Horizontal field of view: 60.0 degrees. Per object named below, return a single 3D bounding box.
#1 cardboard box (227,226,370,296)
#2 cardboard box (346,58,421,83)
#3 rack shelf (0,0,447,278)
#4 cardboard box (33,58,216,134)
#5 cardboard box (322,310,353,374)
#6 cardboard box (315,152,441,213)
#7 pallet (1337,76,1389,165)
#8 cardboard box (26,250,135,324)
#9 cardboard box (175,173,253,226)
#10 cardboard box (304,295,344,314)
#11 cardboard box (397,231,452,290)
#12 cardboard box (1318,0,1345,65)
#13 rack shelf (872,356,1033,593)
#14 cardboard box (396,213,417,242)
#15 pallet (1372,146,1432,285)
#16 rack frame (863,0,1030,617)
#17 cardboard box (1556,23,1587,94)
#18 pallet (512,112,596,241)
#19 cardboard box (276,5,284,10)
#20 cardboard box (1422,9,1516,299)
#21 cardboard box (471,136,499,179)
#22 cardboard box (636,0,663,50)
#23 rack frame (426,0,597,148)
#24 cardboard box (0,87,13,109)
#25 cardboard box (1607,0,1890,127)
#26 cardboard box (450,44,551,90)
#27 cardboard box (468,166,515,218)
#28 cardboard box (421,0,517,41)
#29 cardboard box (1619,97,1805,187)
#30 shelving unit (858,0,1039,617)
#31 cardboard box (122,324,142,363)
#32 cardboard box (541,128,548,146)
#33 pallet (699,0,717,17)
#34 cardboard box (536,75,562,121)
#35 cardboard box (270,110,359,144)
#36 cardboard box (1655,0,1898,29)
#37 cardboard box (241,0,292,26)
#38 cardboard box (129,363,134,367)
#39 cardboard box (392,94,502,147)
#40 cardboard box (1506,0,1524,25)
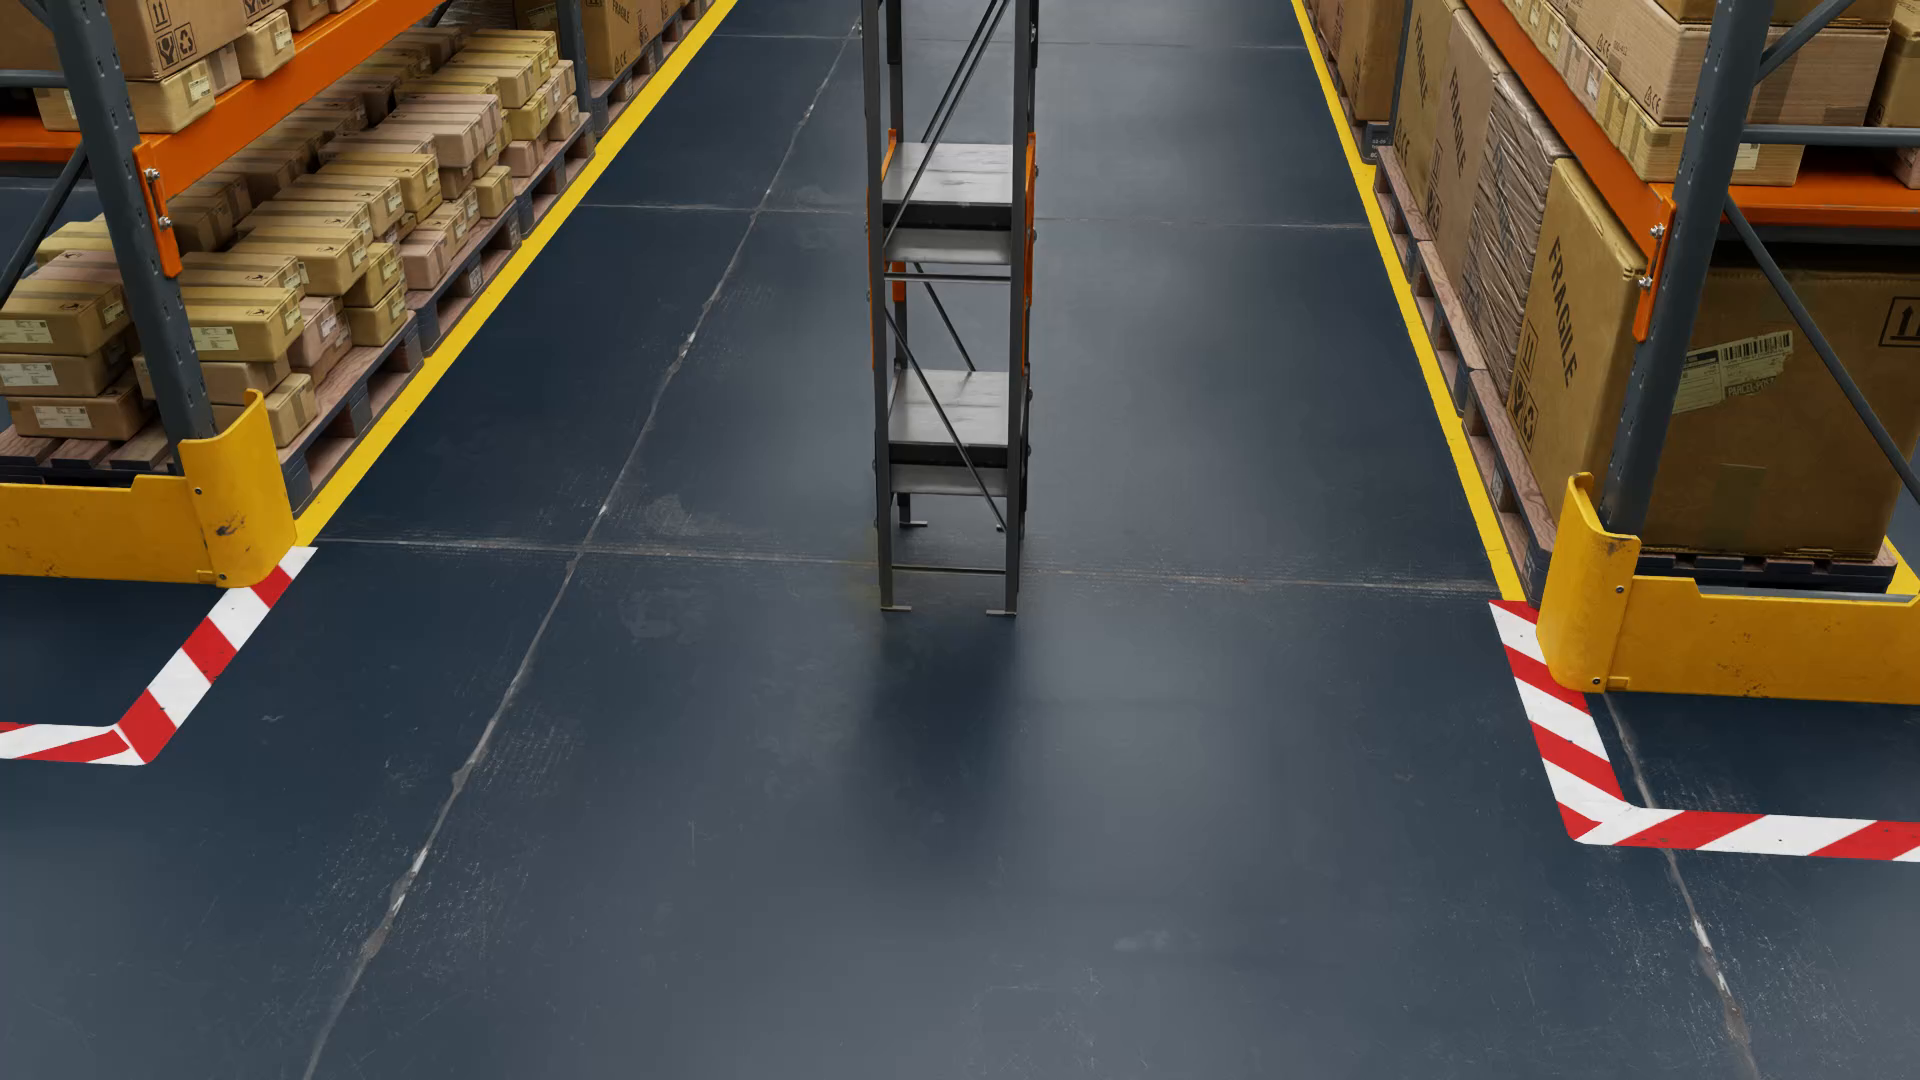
[{"bbox_3d":[-2.261,-0.957,5.694,0.380,0.149,0.250,2,32,4],"label":"cardboard box"},{"bbox_3d":[-2.655,-2.067,7.494,0.380,0.149,0.250,2,32,3],"label":"cardboard box"},{"bbox_3d":[-2.530,-1.943,6.230,1.077,0.370,4.000,2,32,4],"label":"rack shelf"},{"bbox_3d":[-2.340,-1.252,4.662,0.380,0.149,0.250,2,32,4],"label":"cardboard box"},{"bbox_3d":[-2.378,-0.700,5.843,0.380,0.149,0.250,3,32,5],"label":"cardboard box"},{"bbox_3d":[-2.224,-1.371,6.365,0.380,0.149,0.250,3,32,5],"label":"cardboard box"},{"bbox_3d":[2.556,-2.250,8.700,1.003,0.211,1.213,2,32,4],"label":"pallet"},{"bbox_3d":[-2.825,-0.839,5.502,0.380,0.149,0.250,3,32,5],"label":"cardboard box"},{"bbox_3d":[-2.880,-1.255,6.177,0.380,0.149,0.250,4,32,6],"label":"cardboard box"},{"bbox_3d":[-2.384,-0.831,5.773,0.380,0.149,0.250,3,32,5],"label":"cardboard box"},{"bbox_3d":[-2.215,-1.093,6.481,0.380,0.149,0.250,1,32,2],"label":"cardboard box"},{"bbox_3d":[2.672,-3.108,9.059,1.225,0.875,0.875,1,32,2],"label":"cardboard box"},{"bbox_3d":[-0.013,-0.200,4.933,0.431,0.518,0.480,2,32,4],"label":"rack shelf"},{"bbox_3d":[-2.347,-1.247,6.448,0.380,0.149,0.250,4,32,7],"label":"cardboard box"},{"bbox_3d":[2.428,-1.449,7.400,1.003,0.211,1.213,2,32,4],"label":"pallet"},{"bbox_3d":[-0.033,-0.680,4.352,0.400,2.100,0.015,2,32,4],"label":"rack frame"},{"bbox_3d":[2.006,-1.431,4.952,0.380,0.149,0.250,3,32,5],"label":"cardboard box"},{"bbox_3d":[-2.387,-1.756,7.897,1.003,0.211,1.213,2,32,4],"label":"pallet"},{"bbox_3d":[-2.401,-1.667,5.335,0.380,0.149,0.250,4,32,6],"label":"cardboard box"},{"bbox_3d":[2.361,-1.493,6.438,0.875,0.875,0.875,2,32,4],"label":"cardboard box"},{"bbox_3d":[-2.209,-1.665,7.126,0.380,0.149,0.250,3,32,5],"label":"cardboard box"},{"bbox_3d":[-2.001,-3.062,9.341,0.500,0.500,0.500,4,32,6],"label":"cardboard box"},{"bbox_3d":[-2.367,-3.295,7.738,1.000,3.000,0.127,2,32,4],"label":"rack frame"},{"bbox_3d":[-2.948,-1.279,4.706,0.380,0.149,0.250,2,32,4],"label":"cardboard box"},{"bbox_3d":[2.017,-1.267,4.306,0.500,0.250,0.500,2,32,3],"label":"cardboard box"},{"bbox_3d":[-2.118,-2.181,7.680,0.380,0.149,0.250,3,32,5],"label":"cardboard box"},{"bbox_3d":[-2.144,-1.500,7.141,0.380,0.149,0.250,2,32,4],"label":"cardboard box"},{"bbox_3d":[-2.558,-2.808,8.929,0.500,0.500,0.500,2,32,3],"label":"cardboard box"},{"bbox_3d":[1.943,-1.032,4.306,0.380,0.149,0.250,3,32,5],"label":"cardboard box"},{"bbox_3d":[-0.013,-0.807,4.559,0.431,2.100,0.503,2,32,4],"label":"shelving unit"},{"bbox_3d":[-2.859,-0.718,5.590,0.380,0.149,0.250,2,32,3],"label":"cardboard box"},{"bbox_3d":[-2.164,-1.909,7.805,0.380,0.149,0.250,3,32,5],"label":"cardboard box"},{"bbox_3d":[-2.107,-3.791,11.201,1.003,0.211,1.213,2,32,4],"label":"pallet"},{"bbox_3d":[-2.086,-2.067,7.778,0.380,0.149,0.250,1,32,2],"label":"cardboard box"},{"bbox_3d":[-2.695,-1.654,6.824,0.380,0.149,0.250,1,32,2],"label":"cardboard box"},{"bbox_3d":[2.020,-1.587,4.111,0.500,0.500,0.500,3,32,5],"label":"cardboard box"},{"bbox_3d":[-2.363,-1.877,5.058,0.500,0.500,0.500,3,32,4],"label":"cardboard box"},{"bbox_3d":[-2.938,-0.592,5.668,0.380,0.149,0.250,3,32,5],"label":"cardboard box"},{"bbox_3d":[-2.160,-1.773,7.018,0.380,0.149,0.250,1,32,2],"label":"cardboard box"},{"bbox_3d":[2.068,-1.832,5.603,0.380,0.149,0.250,3,32,5],"label":"cardboard box"}]
